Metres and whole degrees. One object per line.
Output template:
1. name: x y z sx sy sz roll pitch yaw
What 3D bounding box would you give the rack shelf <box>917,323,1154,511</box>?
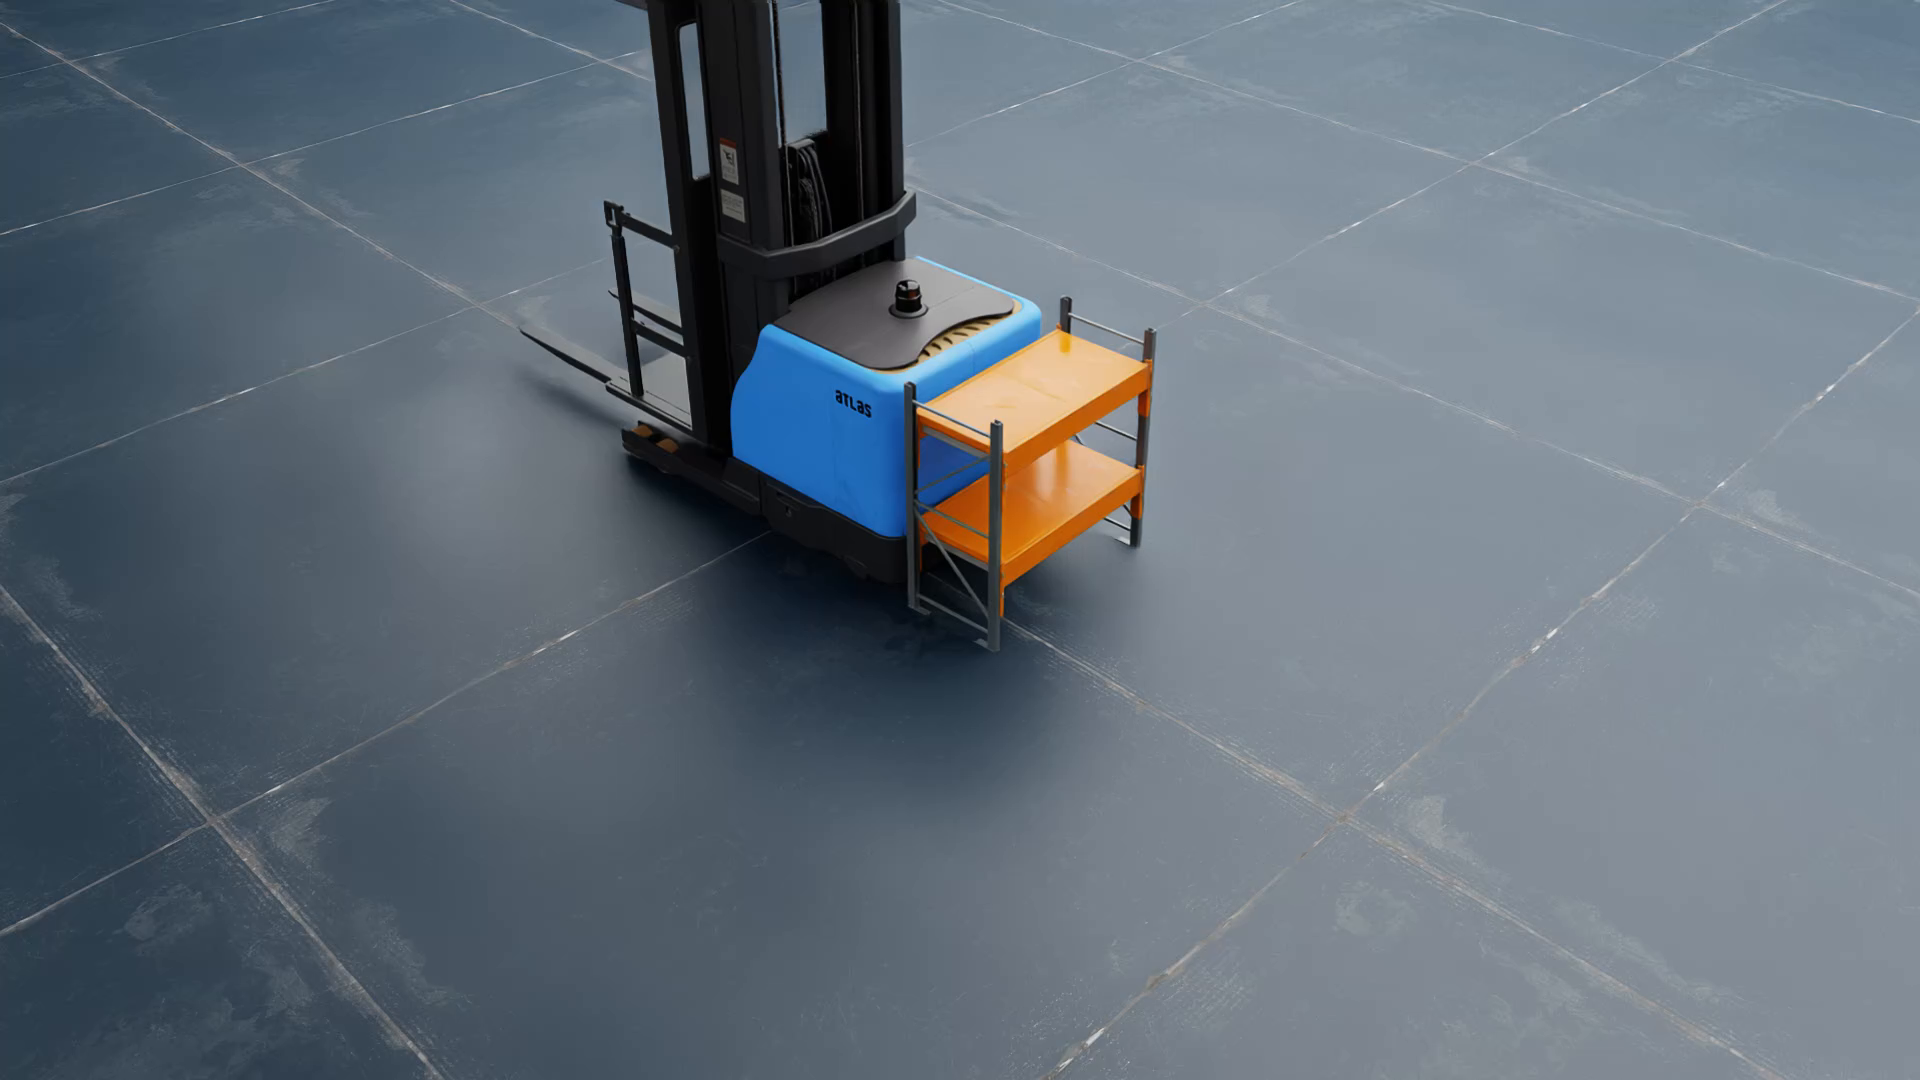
1. rack shelf: 0.305 -0.540 7.029 0.538 0.278 1.000 27 43 33

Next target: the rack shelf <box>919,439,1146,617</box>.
1. rack shelf: 0.305 -0.099 7.337 0.538 0.278 1.000 27 43 33

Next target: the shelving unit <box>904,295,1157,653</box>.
1. shelving unit: 0.305 -0.300 7.197 0.538 1.125 1.048 27 43 33

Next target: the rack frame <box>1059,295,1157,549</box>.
1. rack frame: 0.639 -0.519 7.511 0.500 1.125 0.032 27 43 33

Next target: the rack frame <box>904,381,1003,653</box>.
1. rack frame: -0.029 -0.081 6.883 0.500 1.125 0.032 27 43 33

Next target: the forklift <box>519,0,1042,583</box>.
1. forklift: -1.050 -1.730 7.668 3.031 2.935 1.130 28 43 34
